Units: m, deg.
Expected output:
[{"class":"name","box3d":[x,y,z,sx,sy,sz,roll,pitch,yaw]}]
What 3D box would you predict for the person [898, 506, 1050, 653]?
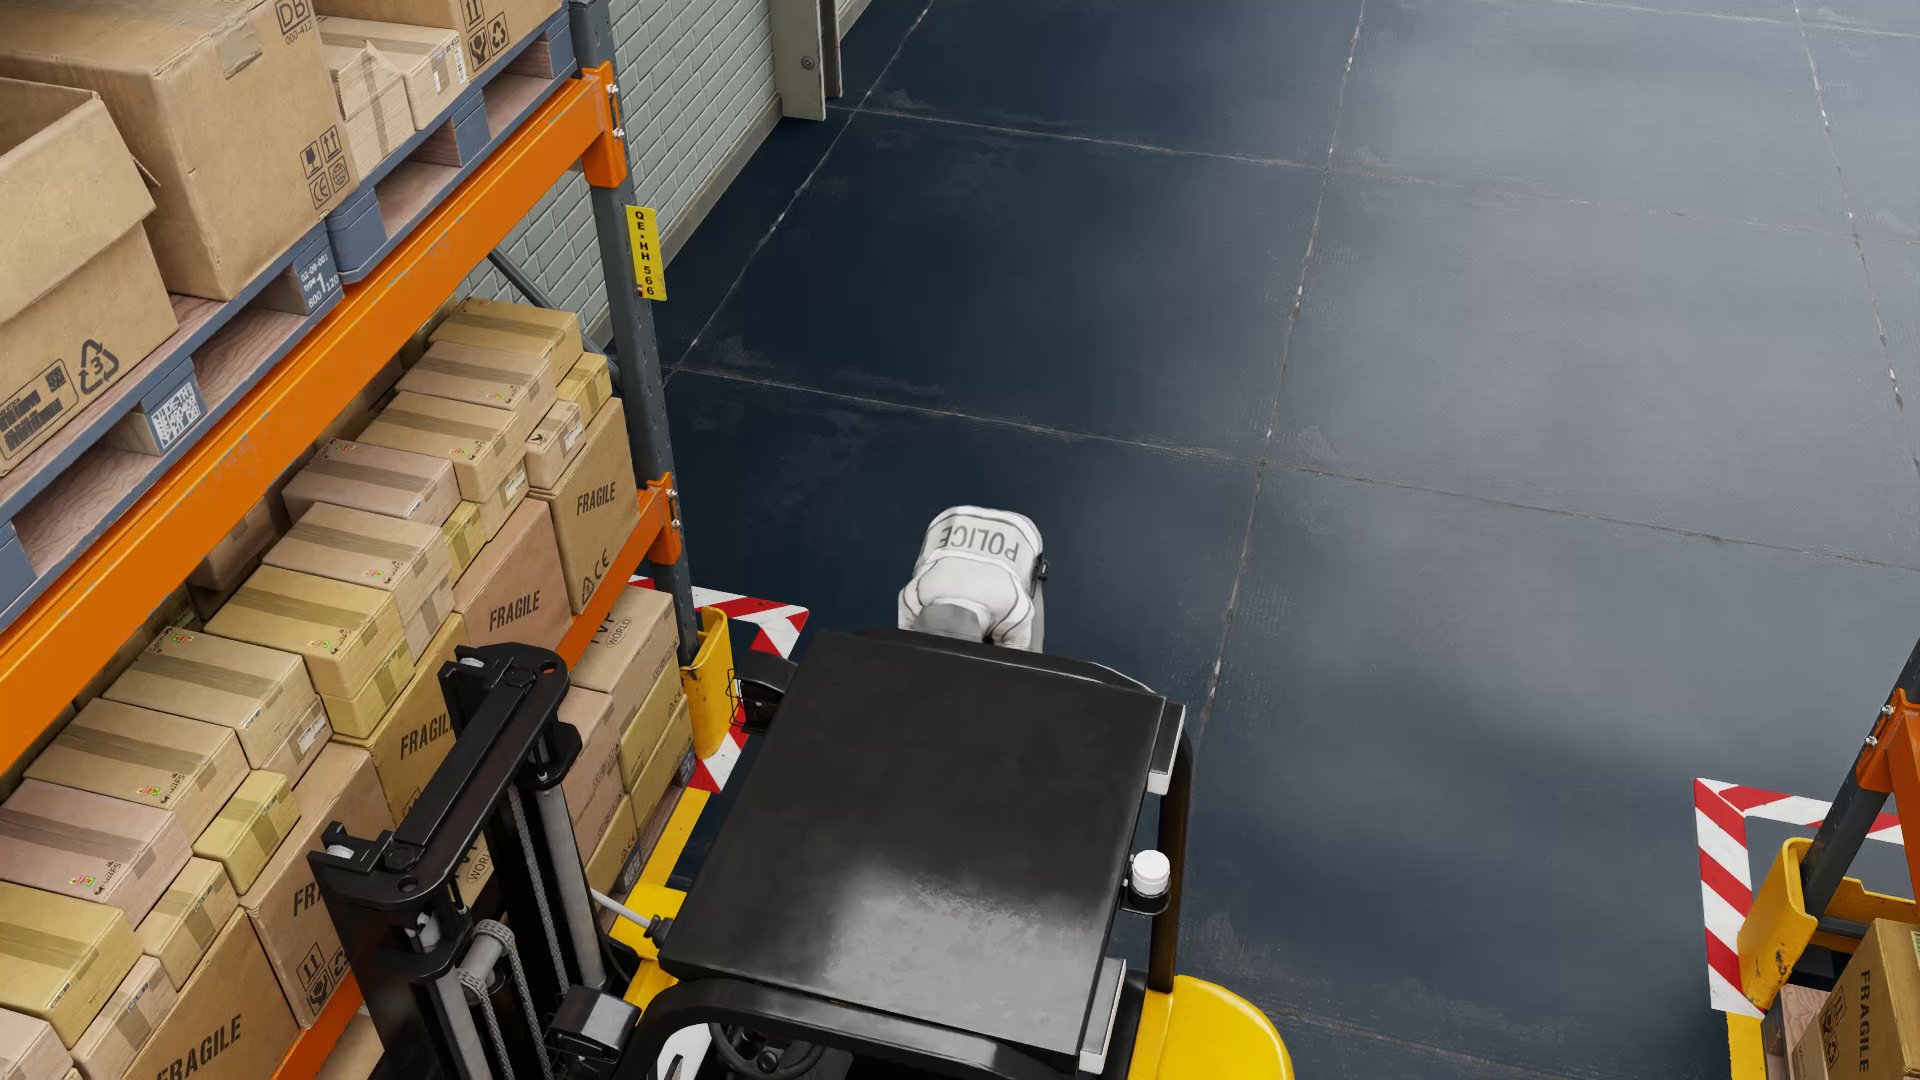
[{"class":"person","box3d":[0.029,0.454,6.041,0.516,1.214,1.022,8,41,9]}]
